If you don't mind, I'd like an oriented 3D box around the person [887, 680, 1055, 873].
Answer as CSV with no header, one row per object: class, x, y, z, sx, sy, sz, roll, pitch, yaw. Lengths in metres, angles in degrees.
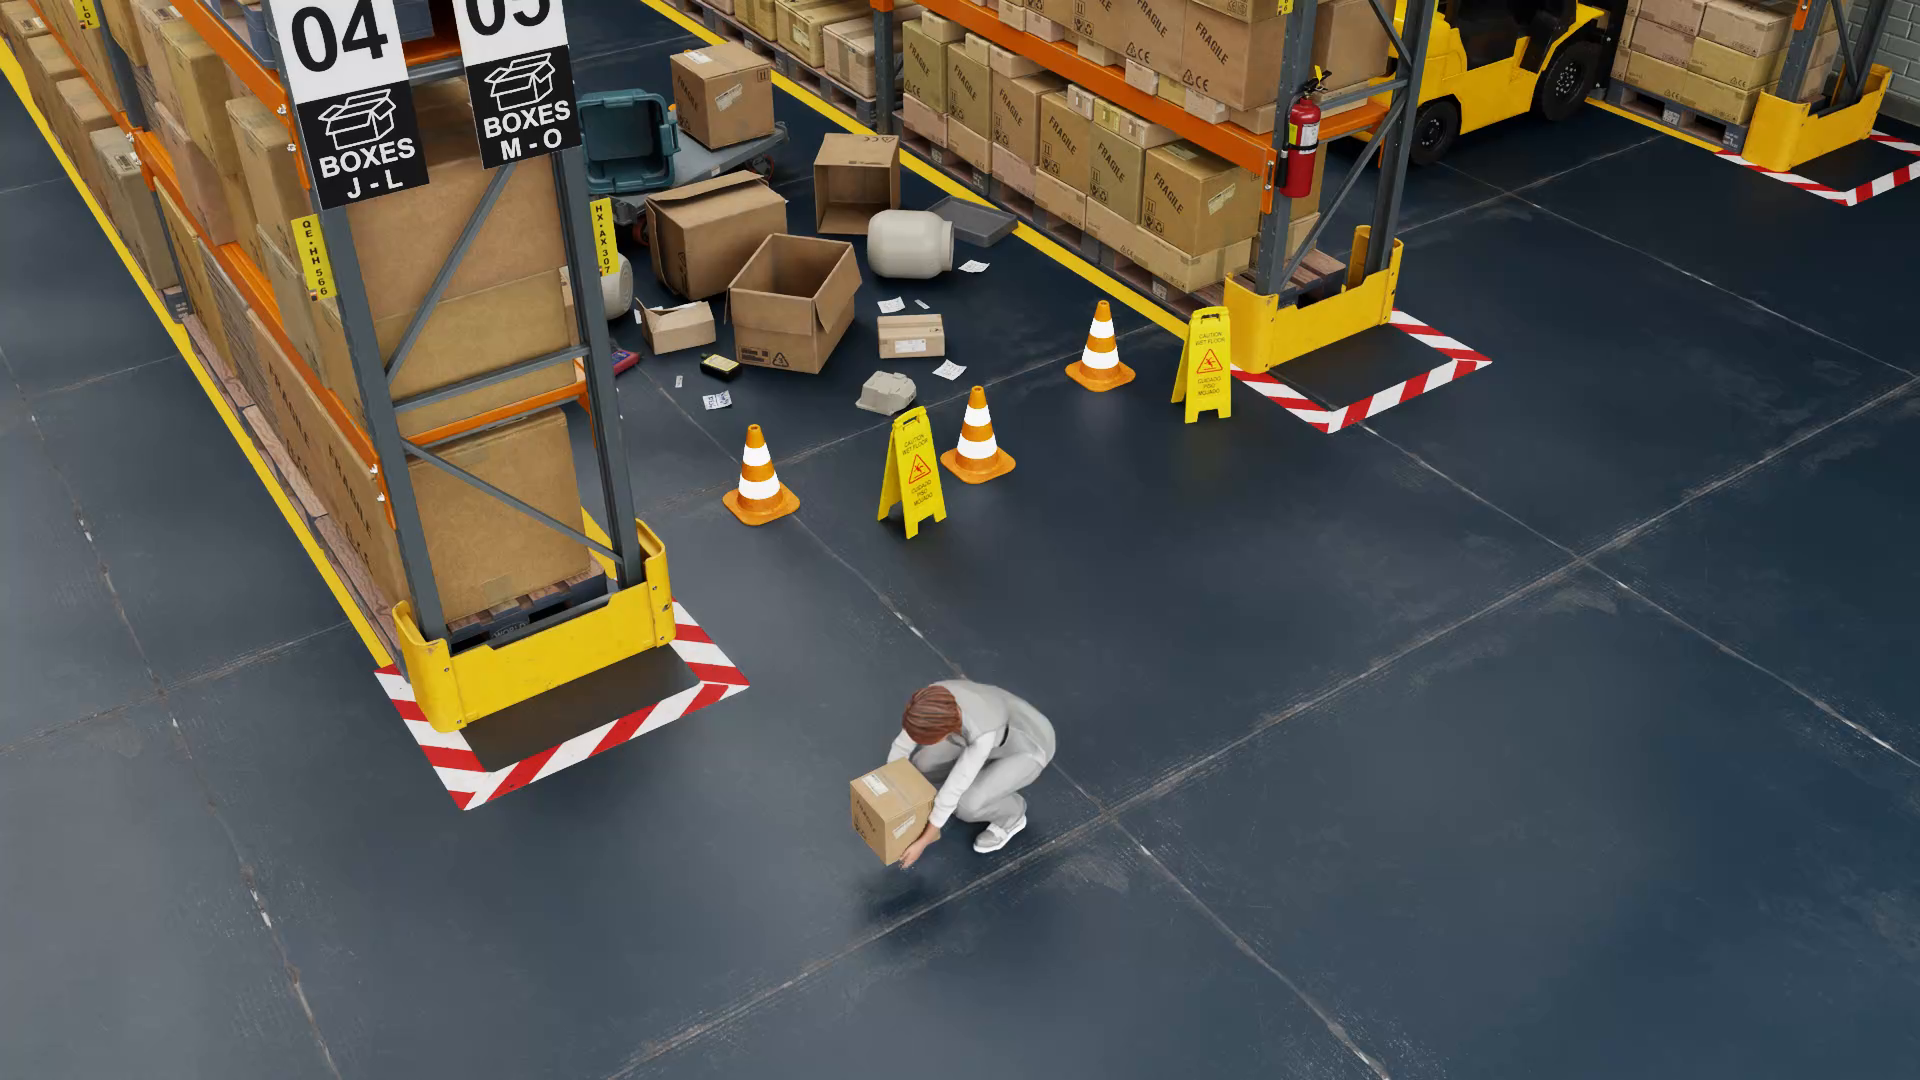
person,0.018,0.881,6.529,0.813,0.771,0.435,-23,43,-28
